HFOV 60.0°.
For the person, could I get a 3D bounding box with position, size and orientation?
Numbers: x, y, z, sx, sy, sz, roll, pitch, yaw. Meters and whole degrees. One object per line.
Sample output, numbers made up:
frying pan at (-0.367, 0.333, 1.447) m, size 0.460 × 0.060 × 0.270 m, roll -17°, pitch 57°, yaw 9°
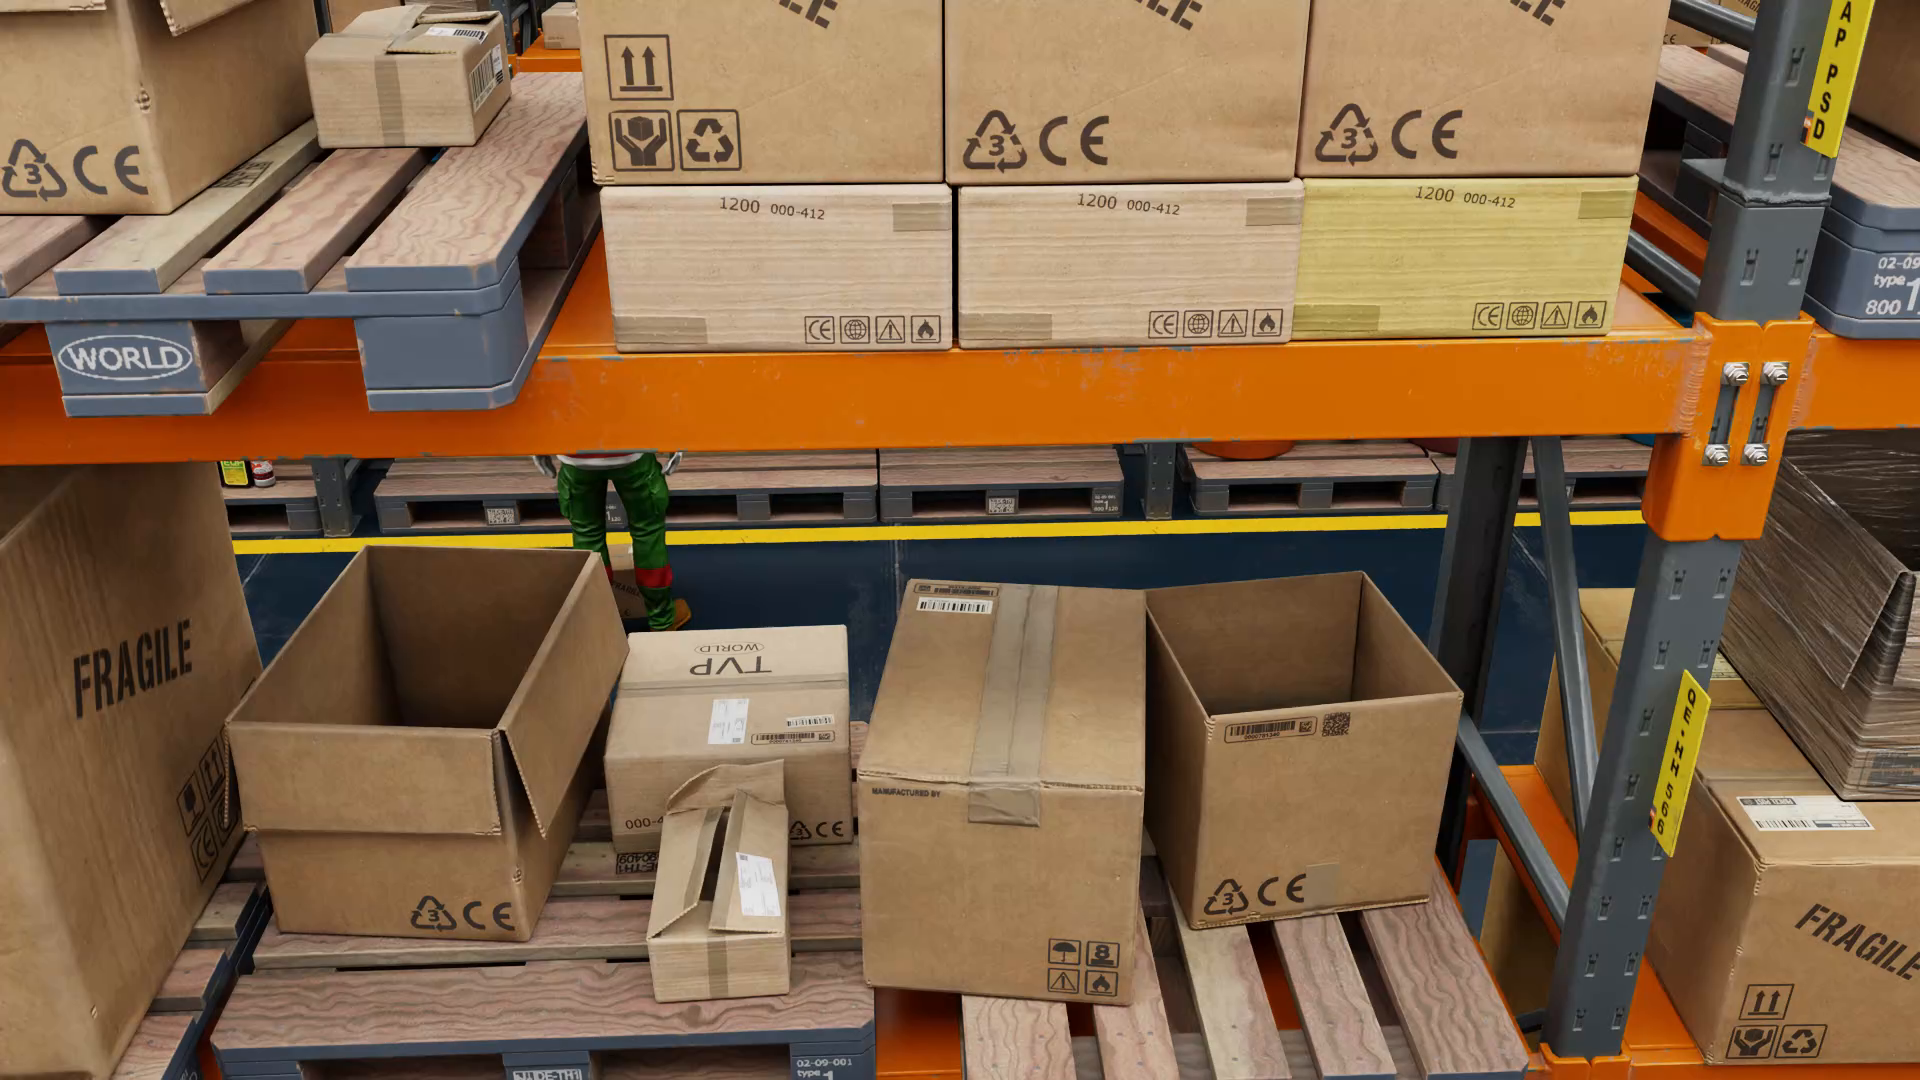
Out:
person at (-1.456, -0.392, 6.863) m, size 0.608 × 1.777 × 0.445 m, roll -1°, pitch 27°, yaw -2°
